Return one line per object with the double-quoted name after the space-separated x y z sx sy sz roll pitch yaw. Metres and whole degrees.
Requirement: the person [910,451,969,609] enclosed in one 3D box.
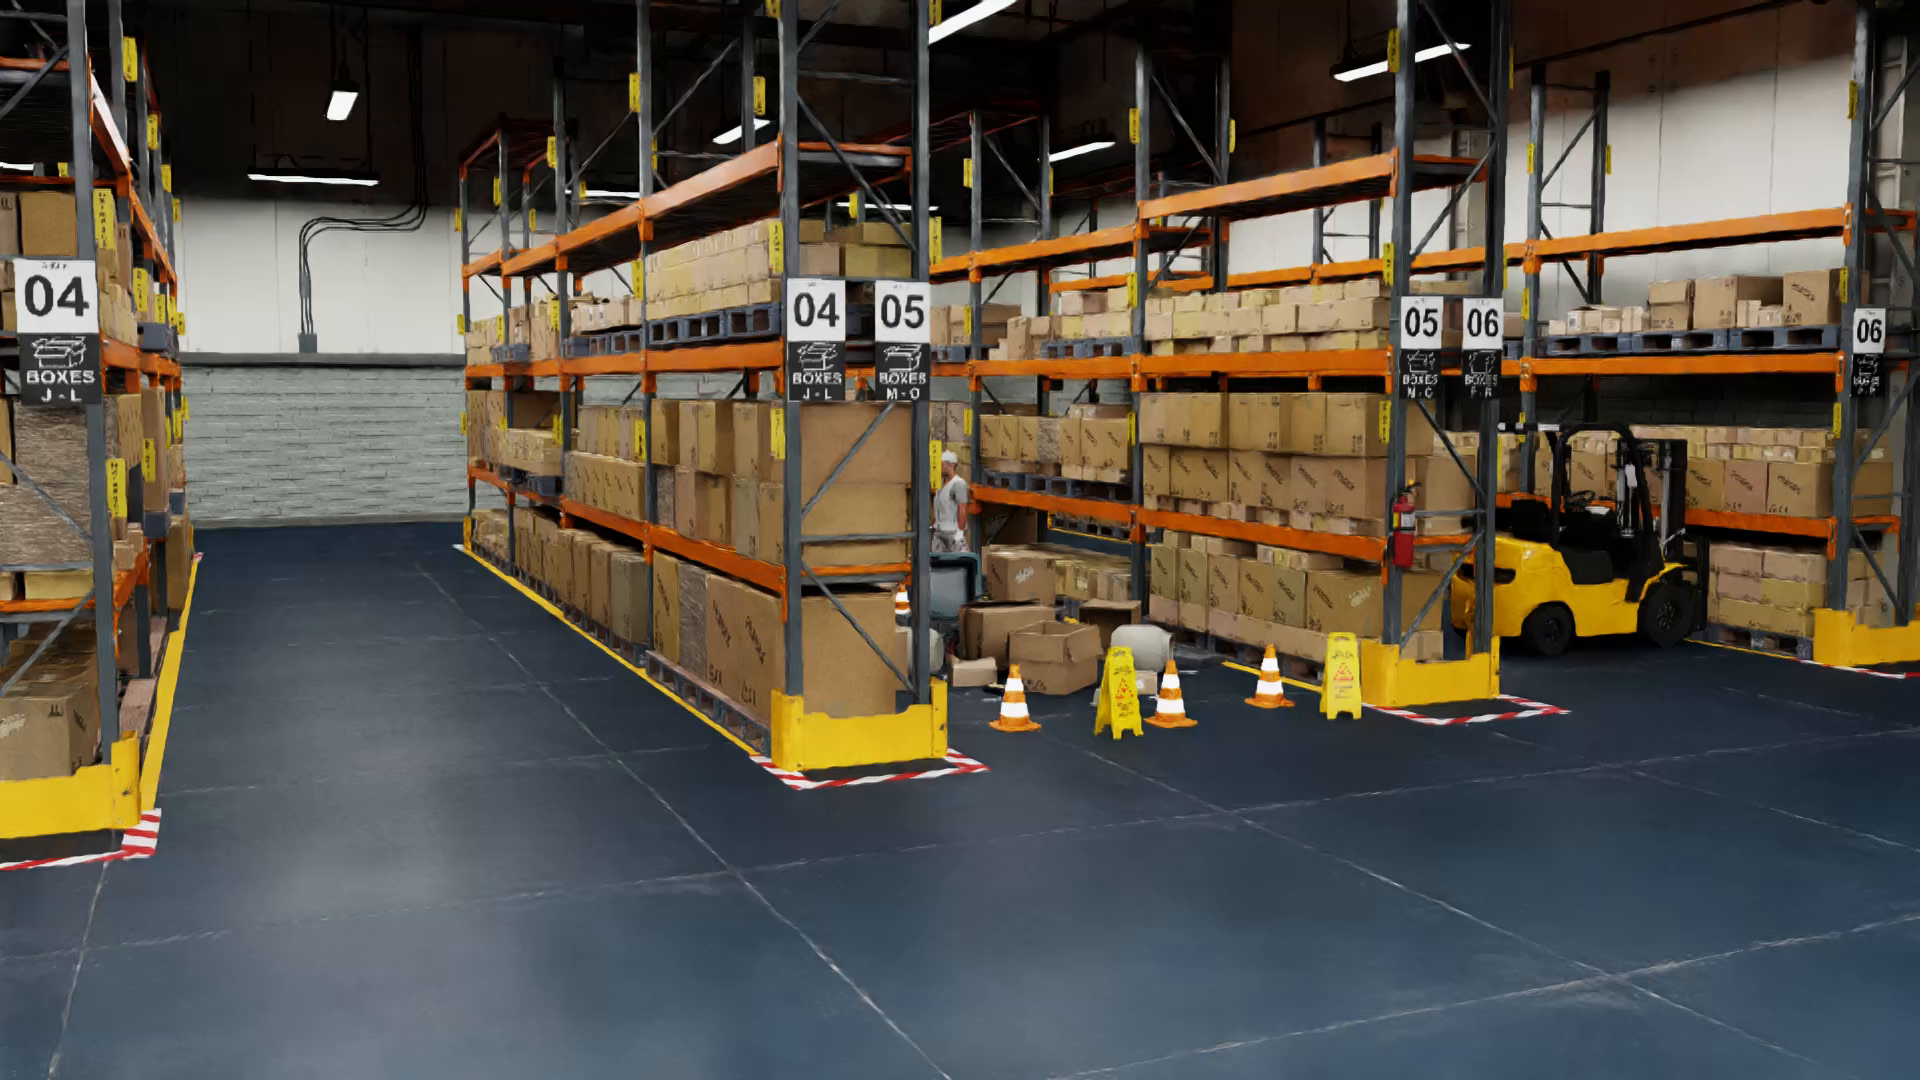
-0.190 -0.085 18.294 0.667 1.786 0.790 -3 6 -33 "person"
